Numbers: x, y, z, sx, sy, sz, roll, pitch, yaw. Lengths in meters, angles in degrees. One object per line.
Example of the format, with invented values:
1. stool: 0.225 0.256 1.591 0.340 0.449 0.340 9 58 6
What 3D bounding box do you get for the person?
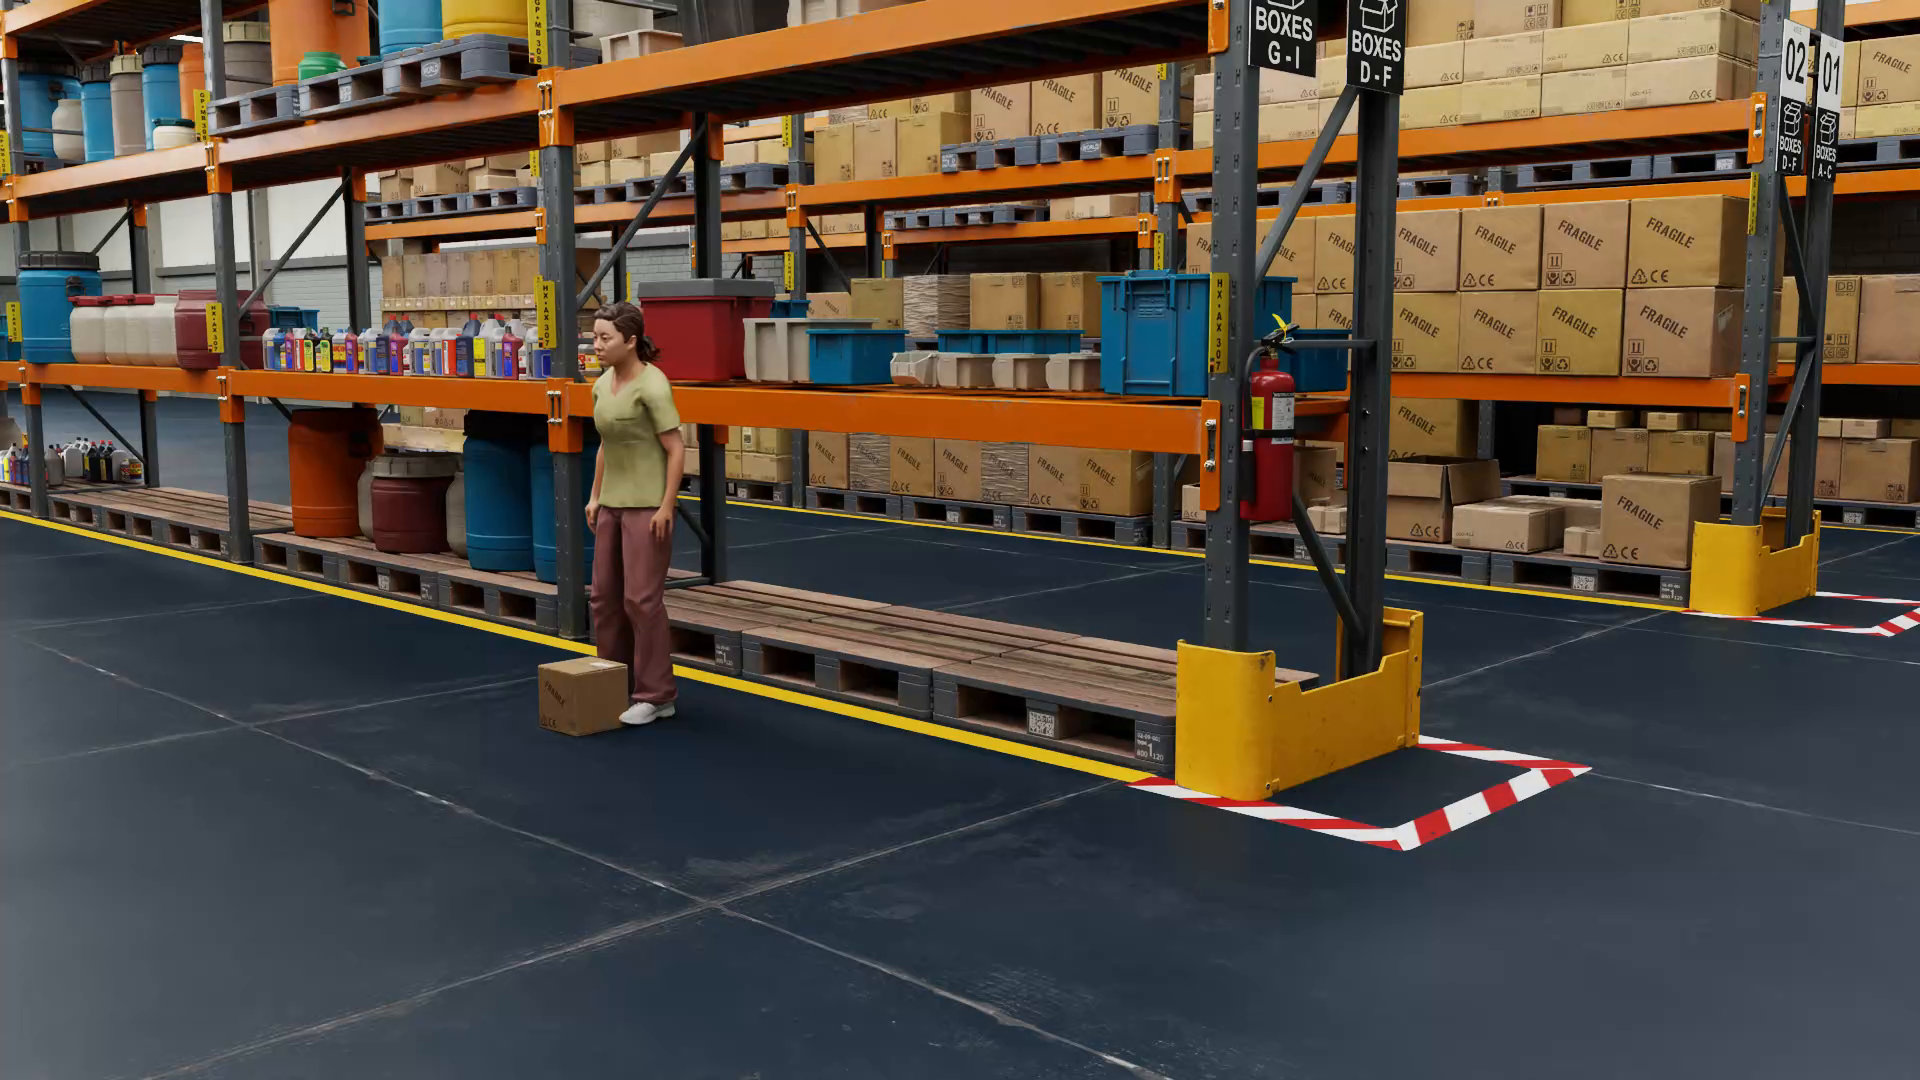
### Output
1. person: -1.318 -0.112 6.664 0.515 1.673 0.352 6 9 41
